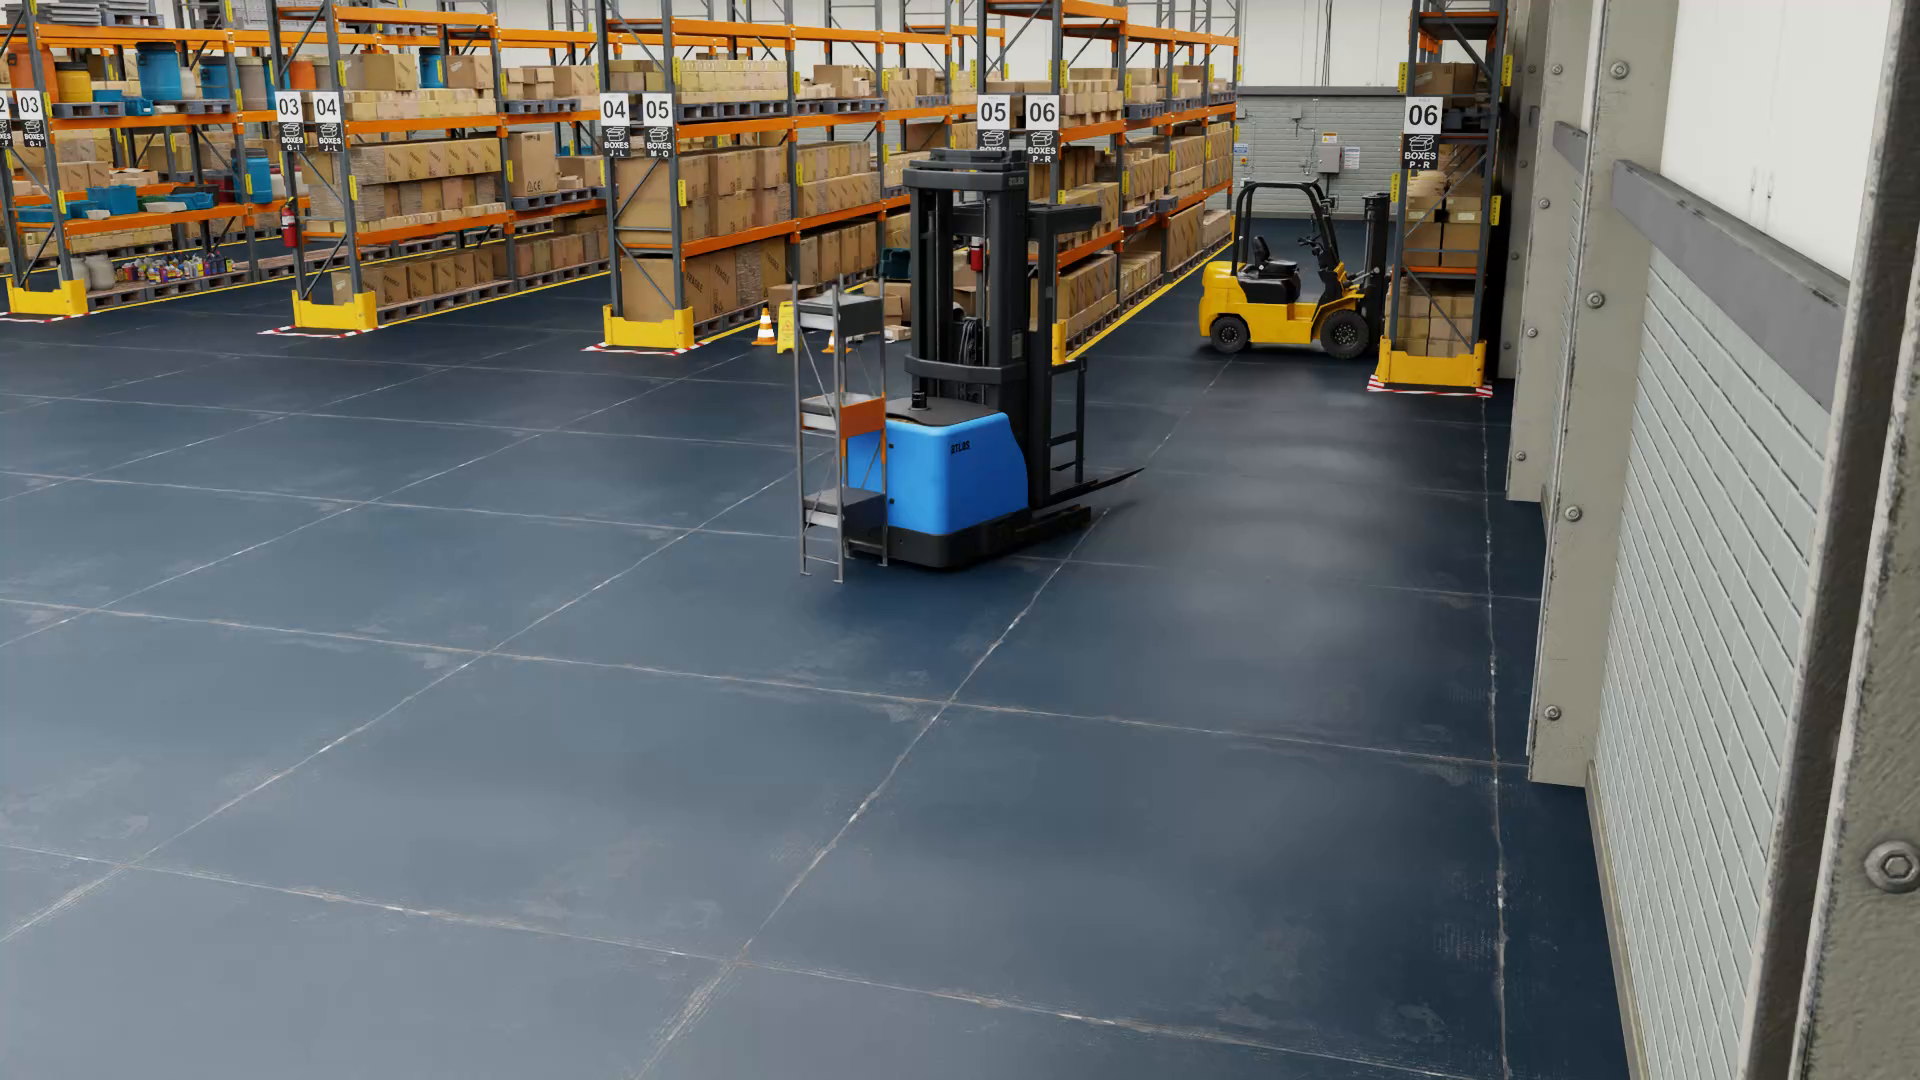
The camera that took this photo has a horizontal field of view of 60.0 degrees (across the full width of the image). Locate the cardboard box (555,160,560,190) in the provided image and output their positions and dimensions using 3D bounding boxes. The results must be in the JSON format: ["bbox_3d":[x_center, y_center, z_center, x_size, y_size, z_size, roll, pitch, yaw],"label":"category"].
[{"bbox_3d":[-7.265,-6.191,28.202,0.797,0.503,0.637,6,17,22],"label":"cardboard box"}]

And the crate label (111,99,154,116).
[{"bbox_3d":[-12.706,-6.652,25.561,0.502,0.251,0.408,5,16,16],"label":"crate label"}]

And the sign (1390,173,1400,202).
[{"bbox_3d":[4.940,-3.997,18.867,0.100,0.325,0.005,5,16,16],"label":"sign"}]

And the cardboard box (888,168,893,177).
[{"bbox_3d":[-1.400,-6.521,29.467,0.380,0.149,0.250,5,17,19],"label":"cardboard box"}]

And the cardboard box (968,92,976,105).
[{"bbox_3d":[0.016,-8.899,33.484,0.500,0.250,0.500,5,17,18],"label":"cardboard box"}]

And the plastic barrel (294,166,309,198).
[{"bbox_3d":[-11.727,-6.354,29.484,0.433,0.535,0.433,0,16,0],"label":"plastic barrel"}]

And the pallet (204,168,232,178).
[{"bbox_3d":[-15.481,-7.711,34.871,1.003,0.211,1.213,5,16,16],"label":"pallet"}]

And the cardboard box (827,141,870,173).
[{"bbox_3d":[-1.942,-6.527,28.328,0.700,0.500,0.500,5,16,16],"label":"cardboard box"}]

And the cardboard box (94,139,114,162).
[{"bbox_3d":[-19.532,-8.785,37.539,0.500,0.500,0.500,4,16,15],"label":"cardboard box"}]

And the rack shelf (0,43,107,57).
[{"bbox_3d":[-20.211,-10.549,35.580,1.077,0.370,4.000,5,16,16],"label":"rack shelf"}]

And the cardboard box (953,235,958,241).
[{"bbox_3d":[-0.257,-6.062,33.158,0.380,0.149,0.250,4,16,13],"label":"cardboard box"}]

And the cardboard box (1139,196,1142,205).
[{"bbox_3d":[2.565,-5.185,25.304,0.380,0.149,0.250,5,17,16],"label":"cardboard box"}]

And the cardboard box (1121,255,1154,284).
[{"bbox_3d":[2.597,-4.354,26.729,0.950,0.372,0.625,4,16,15],"label":"cardboard box"}]

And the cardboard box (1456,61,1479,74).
[{"bbox_3d":[8.802,-8.177,28.868,0.396,0.266,0.258,5,16,16],"label":"cardboard box"}]

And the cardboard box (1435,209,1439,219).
[{"bbox_3d":[5.462,-3.885,19.657,0.380,0.149,0.250,5,17,17],"label":"cardboard box"}]

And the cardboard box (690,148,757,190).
[{"bbox_3d":[-3.410,-5.282,23.701,0.875,0.550,0.550,5,16,16],"label":"cardboard box"}]

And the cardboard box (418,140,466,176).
[{"bbox_3d":[-7.817,-5.750,25.045,0.500,0.500,0.500,5,16,16],"label":"cardboard box"}]

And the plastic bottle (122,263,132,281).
[{"bbox_3d":[-13.355,-4.296,26.664,0.152,0.276,0.135,5,17,16],"label":"plastic bottle"}]

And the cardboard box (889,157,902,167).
[{"bbox_3d":[-1.265,-6.791,29.876,0.380,0.149,0.250,4,16,14],"label":"cardboard box"}]

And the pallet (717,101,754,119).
[{"bbox_3d":[-3.533,-5.937,22.929,1.003,0.211,1.213,5,16,16],"label":"pallet"}]

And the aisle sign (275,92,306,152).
[{"bbox_3d":[-9.111,-5.690,22.629,0.394,0.787,0.004,5,16,16],"label":"aisle sign"}]

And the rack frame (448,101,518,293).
[{"bbox_3d":[-7.669,-5.479,26.649,1.000,3.000,0.127,5,16,16],"label":"rack frame"}]

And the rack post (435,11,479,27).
[{"bbox_3d":[-10.413,-10.588,33.805,0.937,0.300,0.954,4,16,15],"label":"rack post"}]

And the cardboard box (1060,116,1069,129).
[{"bbox_3d":[1.101,-5.048,20.092,0.380,0.149,0.250,5,16,16],"label":"cardboard box"}]

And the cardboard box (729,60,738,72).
[{"bbox_3d":[-3.244,-6.439,22.584,0.380,0.149,0.250,5,17,17],"label":"cardboard box"}]

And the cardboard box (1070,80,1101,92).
[{"bbox_3d":[1.648,-5.972,21.888,0.380,0.149,0.250,5,17,17],"label":"cardboard box"}]

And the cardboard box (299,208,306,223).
[{"bbox_3d":[-14.758,-7.199,36.487,0.500,0.500,0.500,5,16,16],"label":"cardboard box"}]

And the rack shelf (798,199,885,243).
[{"bbox_3d":[-2.374,-5.245,27.143,1.077,0.370,4.000,5,16,16],"label":"rack shelf"}]

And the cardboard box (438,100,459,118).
[{"bbox_3d":[-7.846,-6.441,24.818,0.500,0.250,0.500,5,16,15],"label":"cardboard box"}]

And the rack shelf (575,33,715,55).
[{"bbox_3d":[-5.964,-9.396,31.517,1.077,0.370,4.000,5,16,16],"label":"rack shelf"}]

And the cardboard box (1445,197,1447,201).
[{"bbox_3d":[6.487,-4.643,23.061,0.500,0.250,0.500,4,16,15],"label":"cardboard box"}]

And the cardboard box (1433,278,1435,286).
[{"bbox_3d":[5.869,-3.320,21.476,0.500,0.250,0.500,5,17,18],"label":"cardboard box"}]

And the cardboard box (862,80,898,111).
[{"bbox_3d":[-1.388,-7.734,28.920,0.500,0.500,0.500,5,16,16],"label":"cardboard box"}]

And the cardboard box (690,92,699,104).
[{"bbox_3d":[-3.602,-5.725,21.528,0.380,0.149,0.250,5,17,16],"label":"cardboard box"}]

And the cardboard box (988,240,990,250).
[{"bbox_3d":[0.563,-3.732,20.952,0.380,0.149,0.250,4,16,15],"label":"cardboard box"}]

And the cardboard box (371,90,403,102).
[{"bbox_3d":[-8.167,-6.314,23.641,0.380,0.149,0.250,5,16,16],"label":"cardboard box"}]

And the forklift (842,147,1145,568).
[{"bbox_3d":[0.387,-1.546,12.908,1.130,2.935,3.031,12,20,36],"label":"forklift"}]

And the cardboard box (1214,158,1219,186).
[{"bbox_3d":[4.785,-7.215,32.586,0.500,0.500,0.500,5,17,16],"label":"cardboard box"}]

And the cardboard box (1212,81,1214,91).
[{"bbox_3d":[4.769,-9.113,33.173,0.500,0.311,0.500,5,17,17],"label":"cardboard box"}]

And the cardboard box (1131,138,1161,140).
[{"bbox_3d":[3.302,-6.838,29.424,0.500,0.500,0.500,4,16,15],"label":"cardboard box"}]

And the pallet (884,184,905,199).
[{"bbox_3d":[-1.705,-6.217,29.602,1.213,0.211,1.003,5,16,16],"label":"pallet"}]

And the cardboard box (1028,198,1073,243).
[{"bbox_3d":[1.096,-3.958,20.557,0.500,0.500,0.500,4,16,15],"label":"cardboard box"}]

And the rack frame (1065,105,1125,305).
[{"bbox_3d":[1.833,-4.710,23.939,1.000,3.000,0.127,5,16,16],"label":"rack frame"}]

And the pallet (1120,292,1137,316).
[{"bbox_3d":[2.052,-3.573,25.039,1.003,0.211,1.213,5,16,16],"label":"pallet"}]

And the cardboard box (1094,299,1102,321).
[{"bbox_3d":[1.632,-3.141,22.677,0.500,0.250,0.500,5,17,17],"label":"cardboard box"}]

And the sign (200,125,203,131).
[{"bbox_3d":[-19.036,-10.270,41.809,0.100,0.325,0.005,5,16,16],"label":"sign"}]

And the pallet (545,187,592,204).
[{"bbox_3d":[-7.055,-5.912,28.527,1.003,0.211,1.213,5,16,16],"label":"pallet"}]

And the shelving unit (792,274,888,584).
[{"bbox_3d":[-0.837,-0.789,11.761,0.431,2.100,0.503,12,20,36],"label":"shelving unit"}]

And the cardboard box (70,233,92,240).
[{"bbox_3d":[-16.516,-5.752,30.853,0.500,0.311,0.500,4,16,14],"label":"cardboard box"}]

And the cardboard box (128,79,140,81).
[{"bbox_3d":[-15.937,-8.903,33.039,0.910,0.500,0.500,5,16,16],"label":"cardboard box"}]

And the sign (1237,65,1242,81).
[{"bbox_3d":[5.759,-9.635,34.328,0.100,0.325,0.005,5,16,16],"label":"sign"}]

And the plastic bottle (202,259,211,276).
[{"bbox_3d":[-12.385,-4.481,27.302,0.061,0.283,0.133,6,17,20],"label":"plastic bottle"}]

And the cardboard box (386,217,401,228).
[{"bbox_3d":[-8.270,-4.563,23.879,0.380,0.149,0.250,5,16,16],"label":"cardboard box"}]

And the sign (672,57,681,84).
[{"bbox_3d":[-3.548,-5.878,20.813,0.100,0.325,0.005,5,16,16],"label":"sign"}]
